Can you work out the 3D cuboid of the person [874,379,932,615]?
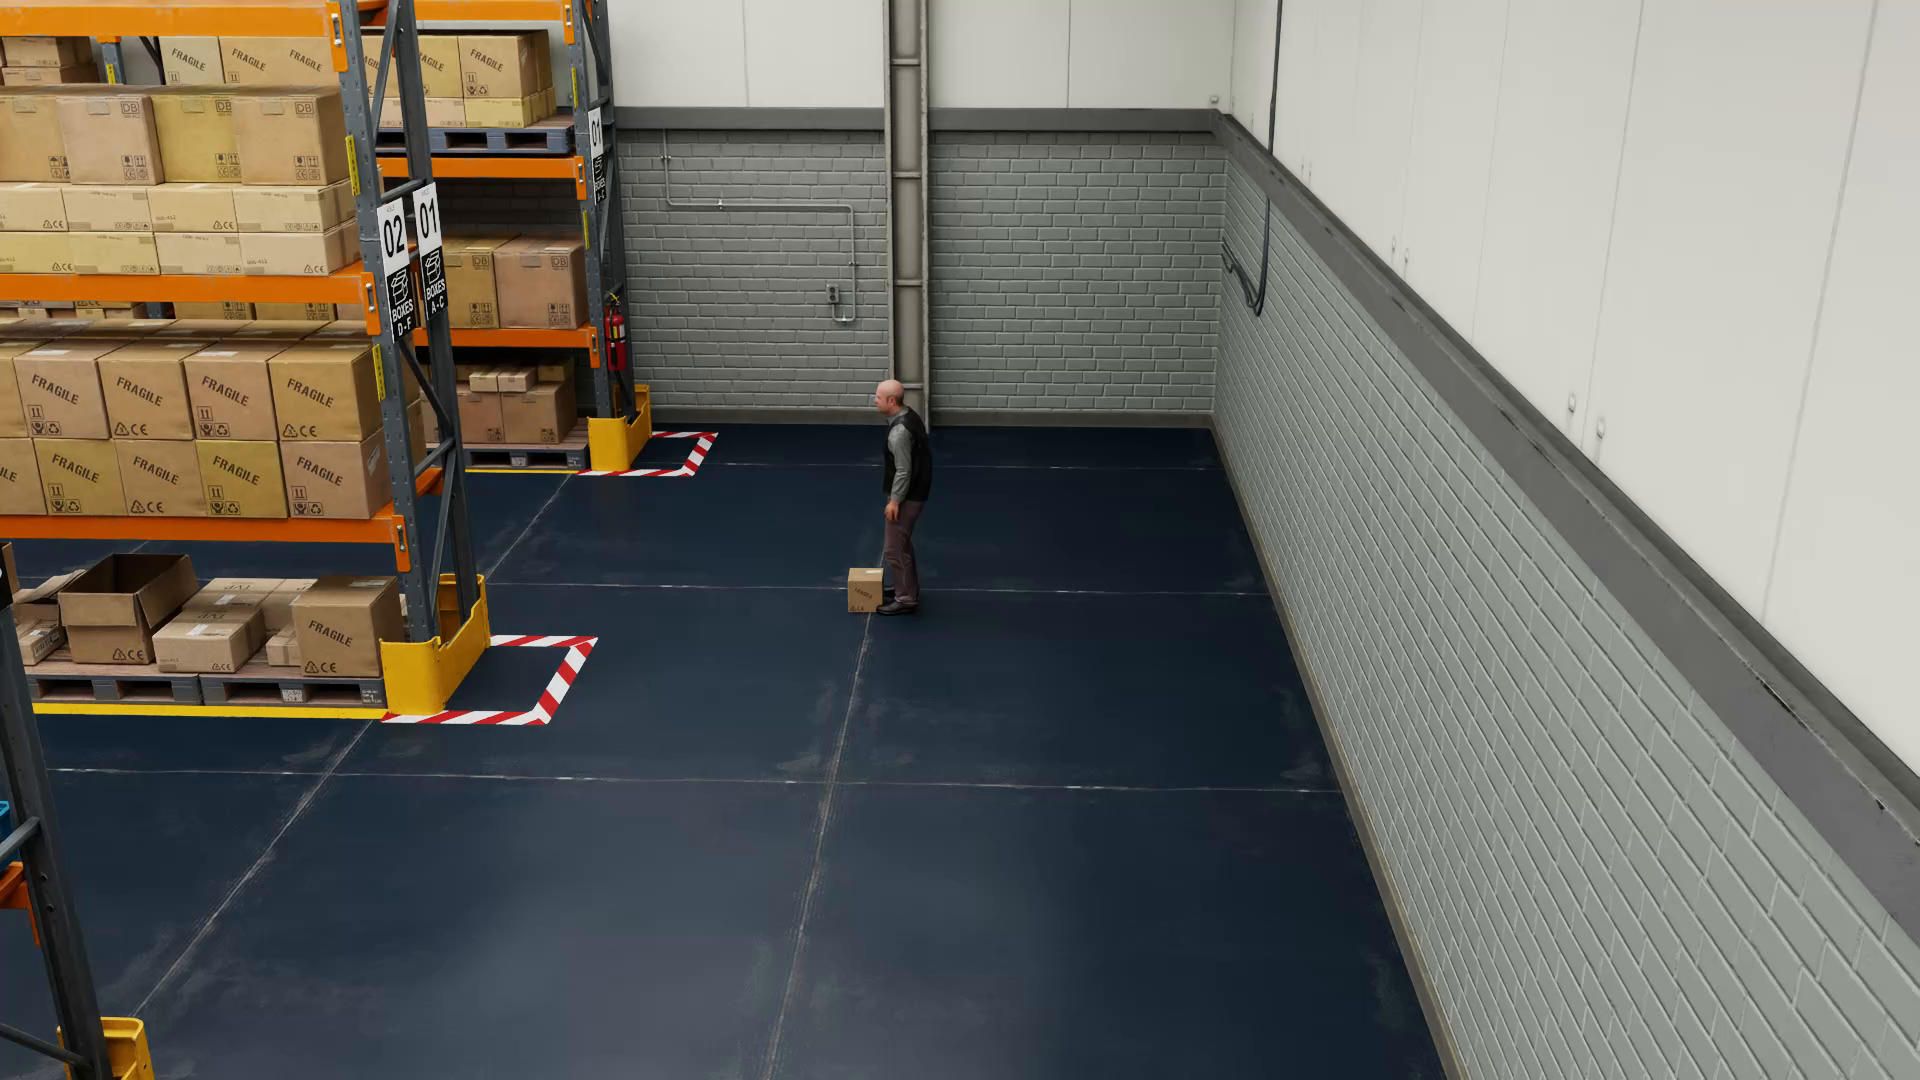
[{"bbox_3d":[-0.408,-0.322,11.967,0.420,1.721,0.580,1,21,2],"label":"person"}]
